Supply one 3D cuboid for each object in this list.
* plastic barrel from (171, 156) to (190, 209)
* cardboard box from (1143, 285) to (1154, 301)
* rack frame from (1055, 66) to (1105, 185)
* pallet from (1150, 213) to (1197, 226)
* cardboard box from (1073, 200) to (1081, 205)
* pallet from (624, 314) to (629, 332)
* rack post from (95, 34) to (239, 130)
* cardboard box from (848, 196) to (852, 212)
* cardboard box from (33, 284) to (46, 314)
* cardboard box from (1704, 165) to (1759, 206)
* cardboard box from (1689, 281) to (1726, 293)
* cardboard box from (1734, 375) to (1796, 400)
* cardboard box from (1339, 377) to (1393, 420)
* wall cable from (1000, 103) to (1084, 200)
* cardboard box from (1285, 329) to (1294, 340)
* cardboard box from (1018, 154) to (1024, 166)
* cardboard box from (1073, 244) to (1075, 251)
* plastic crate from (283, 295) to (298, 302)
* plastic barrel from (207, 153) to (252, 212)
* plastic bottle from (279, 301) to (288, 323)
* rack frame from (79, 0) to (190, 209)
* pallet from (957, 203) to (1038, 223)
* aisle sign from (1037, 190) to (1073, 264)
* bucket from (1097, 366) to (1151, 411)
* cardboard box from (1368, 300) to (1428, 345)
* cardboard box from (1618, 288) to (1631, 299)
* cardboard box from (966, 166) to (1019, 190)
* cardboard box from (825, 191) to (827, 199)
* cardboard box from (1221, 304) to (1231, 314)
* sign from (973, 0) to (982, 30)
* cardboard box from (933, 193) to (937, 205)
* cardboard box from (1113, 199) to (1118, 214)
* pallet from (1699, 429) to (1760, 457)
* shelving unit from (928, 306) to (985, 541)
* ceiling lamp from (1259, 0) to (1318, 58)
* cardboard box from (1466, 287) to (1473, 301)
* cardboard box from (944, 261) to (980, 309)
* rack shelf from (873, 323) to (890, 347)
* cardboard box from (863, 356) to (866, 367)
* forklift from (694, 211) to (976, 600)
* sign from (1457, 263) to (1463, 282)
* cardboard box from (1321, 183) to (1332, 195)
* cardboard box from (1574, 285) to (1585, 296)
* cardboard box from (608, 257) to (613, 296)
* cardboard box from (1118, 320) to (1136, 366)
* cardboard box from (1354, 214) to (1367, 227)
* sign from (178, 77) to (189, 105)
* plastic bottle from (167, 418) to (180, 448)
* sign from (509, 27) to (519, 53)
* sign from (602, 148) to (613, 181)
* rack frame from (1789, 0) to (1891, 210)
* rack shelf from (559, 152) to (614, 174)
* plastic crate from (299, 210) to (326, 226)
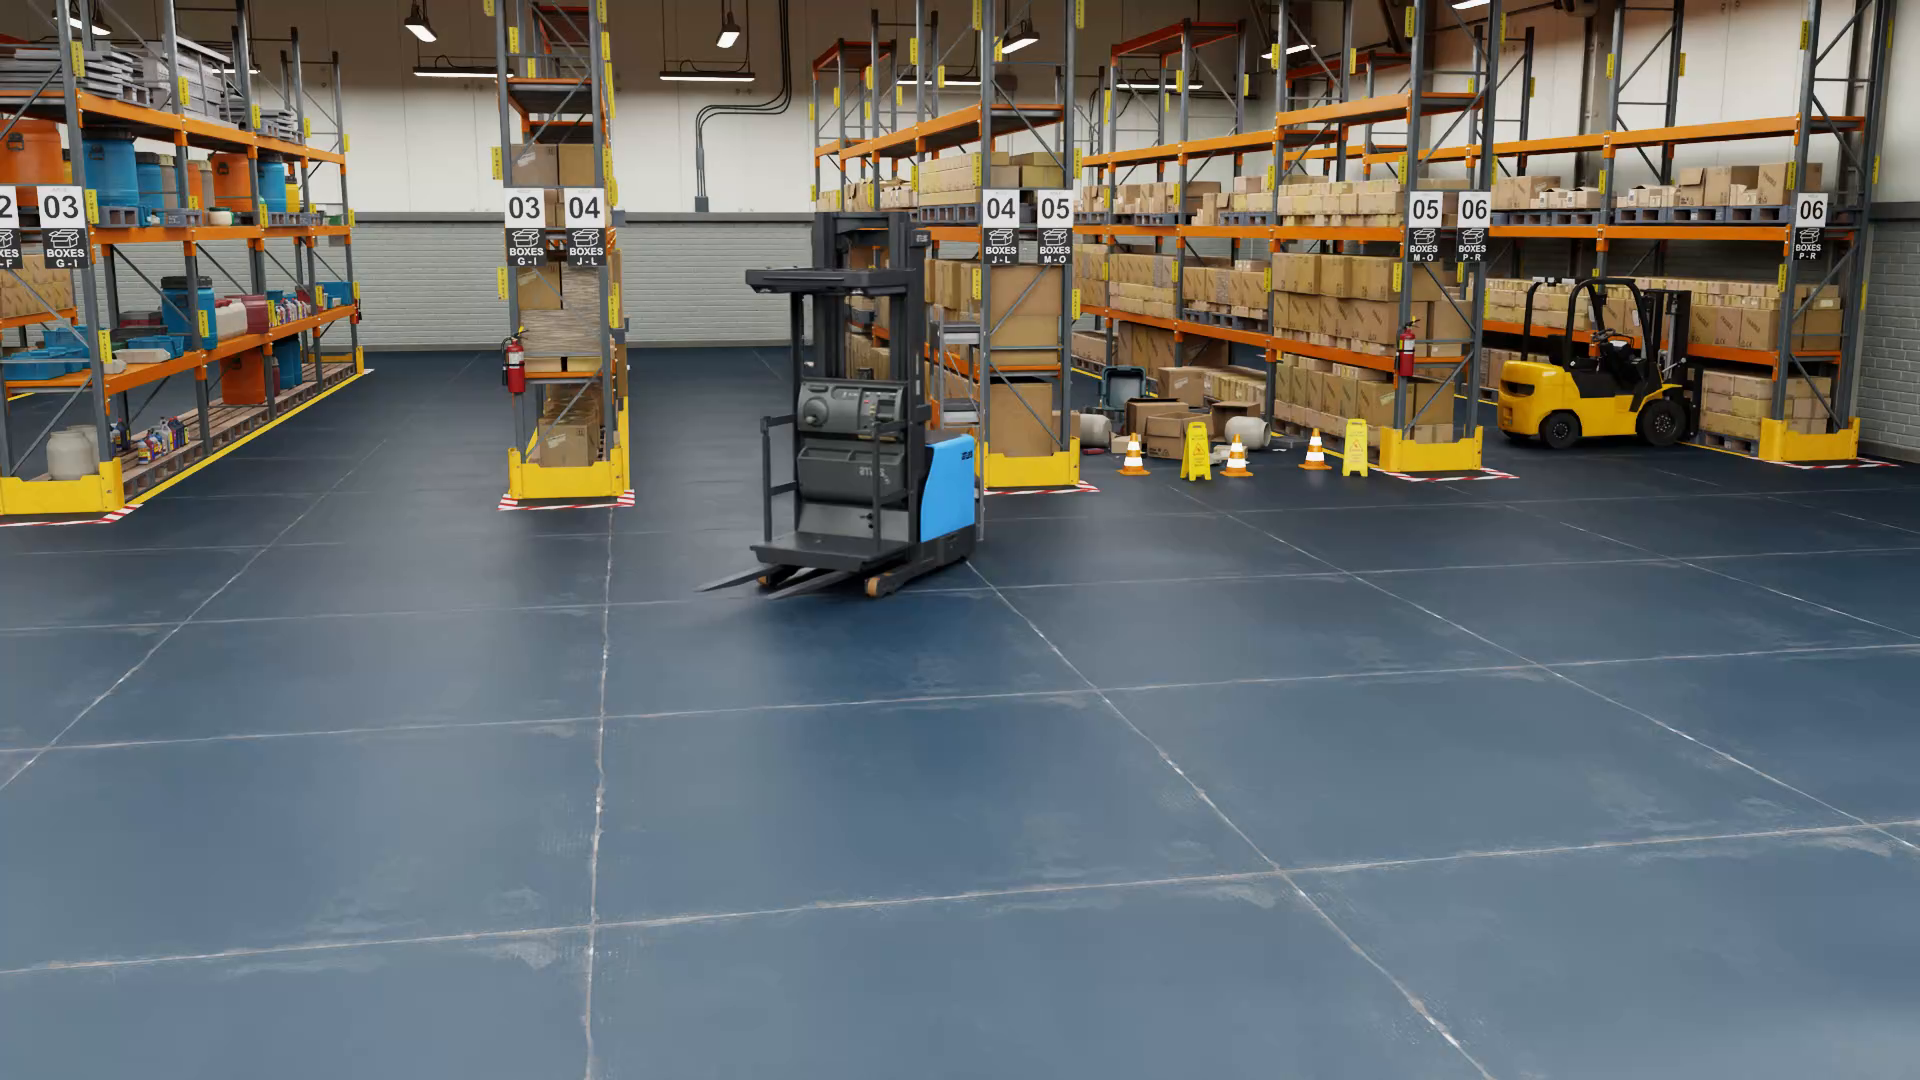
[{"bbox_3d":[-10.366,-4.539,21.661,0.600,0.901,0.708,-2,11,-11],"label":"plastic barrel"},{"bbox_3d":[3.435,-4.207,28.341,0.500,0.250,0.500,-2,11,-12],"label":"cardboard box"},{"bbox_3d":[2.446,-8.183,34.121,1.000,3.000,0.127,-2,11,-11],"label":"rack frame"},{"bbox_3d":[3.824,-5.265,27.321,1.213,0.211,1.003,-2,11,-8],"label":"pallet"},{"bbox_3d":[2.621,-6.812,33.950,0.500,0.250,0.500,-3,11,-16],"label":"cardboard box"},{"bbox_3d":[-5.476,-3.187,24.431,1.213,0.211,1.003,-2,11,-11],"label":"pallet"},{"bbox_3d":[-10.267,-5.898,21.580,1.013,1.000,3.121,-2,11,-11],"label":"rack post"},{"bbox_3d":[-1.647,-5.771,28.585,0.500,0.311,0.500,-2,11,-12],"label":"cardboard box"},{"bbox_3d":[-16.345,-4.213,29.044,0.500,0.500,0.500,-2,11,-12],"label":"cardboard box"},{"bbox_3d":[9.999,-4.524,21.264,0.700,0.500,0.500,-2,11,-11],"label":"cardboard box"},{"bbox_3d":[9.845,-3.335,21.900,0.380,0.149,0.250,-2,11,-10],"label":"cardboard box"},{"bbox_3d":[10.030,-1.902,20.725,0.500,0.250,0.500,-2,11,-9],"label":"cardboard box"},{"bbox_3d":[5.041,-1.758,20.636,0.500,0.500,0.500,-2,11,-9],"label":"cardboard box"},{"bbox_3d":[1.801,-9.243,39.689,2.355,3.000,0.029,-2,11,-11],"label":"wall cable"},{"bbox_3d":[4.626,-2.797,22.544,0.380,0.149,0.250,-2,11,-9],"label":"cardboard box"},{"bbox_3d":[0.871,-4.266,18.711,0.380,0.149,0.250,-2,11,-12],"label":"cardboard box"},{"bbox_3d":[2.474,-5.828,33.119,0.380,0.149,0.250,-2,11,-10],"label":"cardboard box"},{"bbox_3d":[-12.094,-4.289,29.993,0.416,0.233,0.300,-2,11,-11],"label":"plastic crate"},{"bbox_3d":[-10.685,-5.223,24.321,0.600,0.830,0.708,-2,11,-11],"label":"plastic barrel"},{"bbox_3d":[-10.642,-3.579,26.108,0.144,0.351,0.185,-2,11,-11],"label":"plastic bottle"},{"bbox_3d":[-9.800,-5.441,19.718,1.000,3.000,0.127,-2,11,-11],"label":"rack frame"},{"bbox_3d":[0.567,-3.668,18.662,1.003,0.211,1.213,-2,11,-11],"label":"pallet"},{"bbox_3d":[1.030,-3.378,17.967,0.394,0.787,0.004,-2,11,-11],"label":"aisle sign"},{"bbox_3d":[2.232,-2.034,22.549,0.726,0.611,0.620,2,1,9],"label":"bucket"},{"bbox_3d":[5.182,-2.586,19.697,0.500,0.500,0.500,-2,11,-12],"label":"cardboard box"},{"bbox_3d":[9.504,-3.468,23.394,0.380,0.149,0.250,-2,11,-10],"label":"cardboard box"},{"bbox_3d":[0.352,-3.984,18.296,0.500,0.250,0.500,-2,11,-10],"label":"cardboard box"},{"bbox_3d":[-2.379,-6.571,31.673,0.380,0.149,0.250,-2,11,-9],"label":"cardboard box"},{"bbox_3d":[4.149,-3.487,25.042,0.380,0.149,0.250,-2,11,-9],"label":"cardboard box"},{"bbox_3d":[0.187,-5.530,17.475,0.100,0.325,0.005,-2,11,-11],"label":"sign"},{"bbox_3d":[-0.119,-4.176,20.374,0.380,0.149,0.250,-2,11,-12],"label":"cardboard box"},{"bbox_3d":[2.978,-6.011,29.971,0.396,0.266,0.258,-2,11,-12],"label":"cardboard box"},{"bbox_3d":[10.236,-1.251,21.206,1.003,0.211,1.213,-2,11,-11],"label":"pallet"},{"bbox_3d":[-0.032,-1.062,15.160,0.431,2.100,0.503,-2,11,-11],"label":"shelving unit"},{"bbox_3d":[6.099,-10.264,29.445,0.800,3.185,2.000,-2,11,-11],"label":"ceiling lamp"},{"bbox_3d":[8.692,-4.030,27.413,0.500,0.250,0.500,-2,11,-11],"label":"cardboard box"},{"bbox_3d":[0.284,-3.074,20.035,0.875,0.550,0.500,-2,11,-11],"label":"cardboard box"},{"bbox_3d":[-0.445,-2.850,24.070,1.077,0.370,4.000,-2,11,-11],"label":"rack shelf"},{"bbox_3d":[-1.316,-2.755,27.210,0.500,0.500,0.500,-2,11,-9],"label":"cardboard box"},{"bbox_3d":[-0.966,-1.081,13.038,1.130,2.935,3.031,5,12,26],"label":"forklift"},{"bbox_3d":[8.339,-4.458,27.711,0.100,0.325,0.005,-2,11,-11],"label":"sign"},{"bbox_3d":[4.828,-4.470,21.177,0.380,0.149,0.250,-2,11,-12],"label":"cardboard box"},{"bbox_3d":[9.296,-3.685,24.533,0.380,0.149,0.250,-2,11,-12],"label":"cardboard box"},{"bbox_3d":[-4.389,-3.105,19.750,0.500,0.500,0.500,-2,11,-11],"label":"cardboard box"},{"bbox_3d":[3.423,-3.554,30.405,0.875,0.875,0.875,-2,11,-9],"label":"cardboard box"},{"bbox_3d":[5.036,-3.894,20.282,0.380,0.149,0.250,-2,11,-11],"label":"cardboard box"},{"bbox_3d":[-9.258,-5.357,19.832,0.100,0.325,0.005,-2,11,-11],"label":"sign"},{"bbox_3d":[-9.354,-1.266,19.735,0.144,0.351,0.185,-3,11,-14],"label":"plastic bottle"},{"bbox_3d":[-5.484,-6.137,20.450,0.100,0.325,0.005,-2,11,-11],"label":"sign"},{"bbox_3d":[-3.631,-3.863,17.112,0.100,0.325,0.005,-2,11,-11],"label":"sign"},{"bbox_3d":[10.426,-5.429,19.655,1.000,3.000,0.127,-2,11,-11],"label":"rack frame"},{"bbox_3d":[-6.886,-6.906,30.405,1.077,0.370,4.000,-2,11,-11],"label":"rack shelf"},{"bbox_3d":[-11.328,-5.609,28.969,0.497,0.269,0.590,-2,11,-11],"label":"plastic crate"}]
